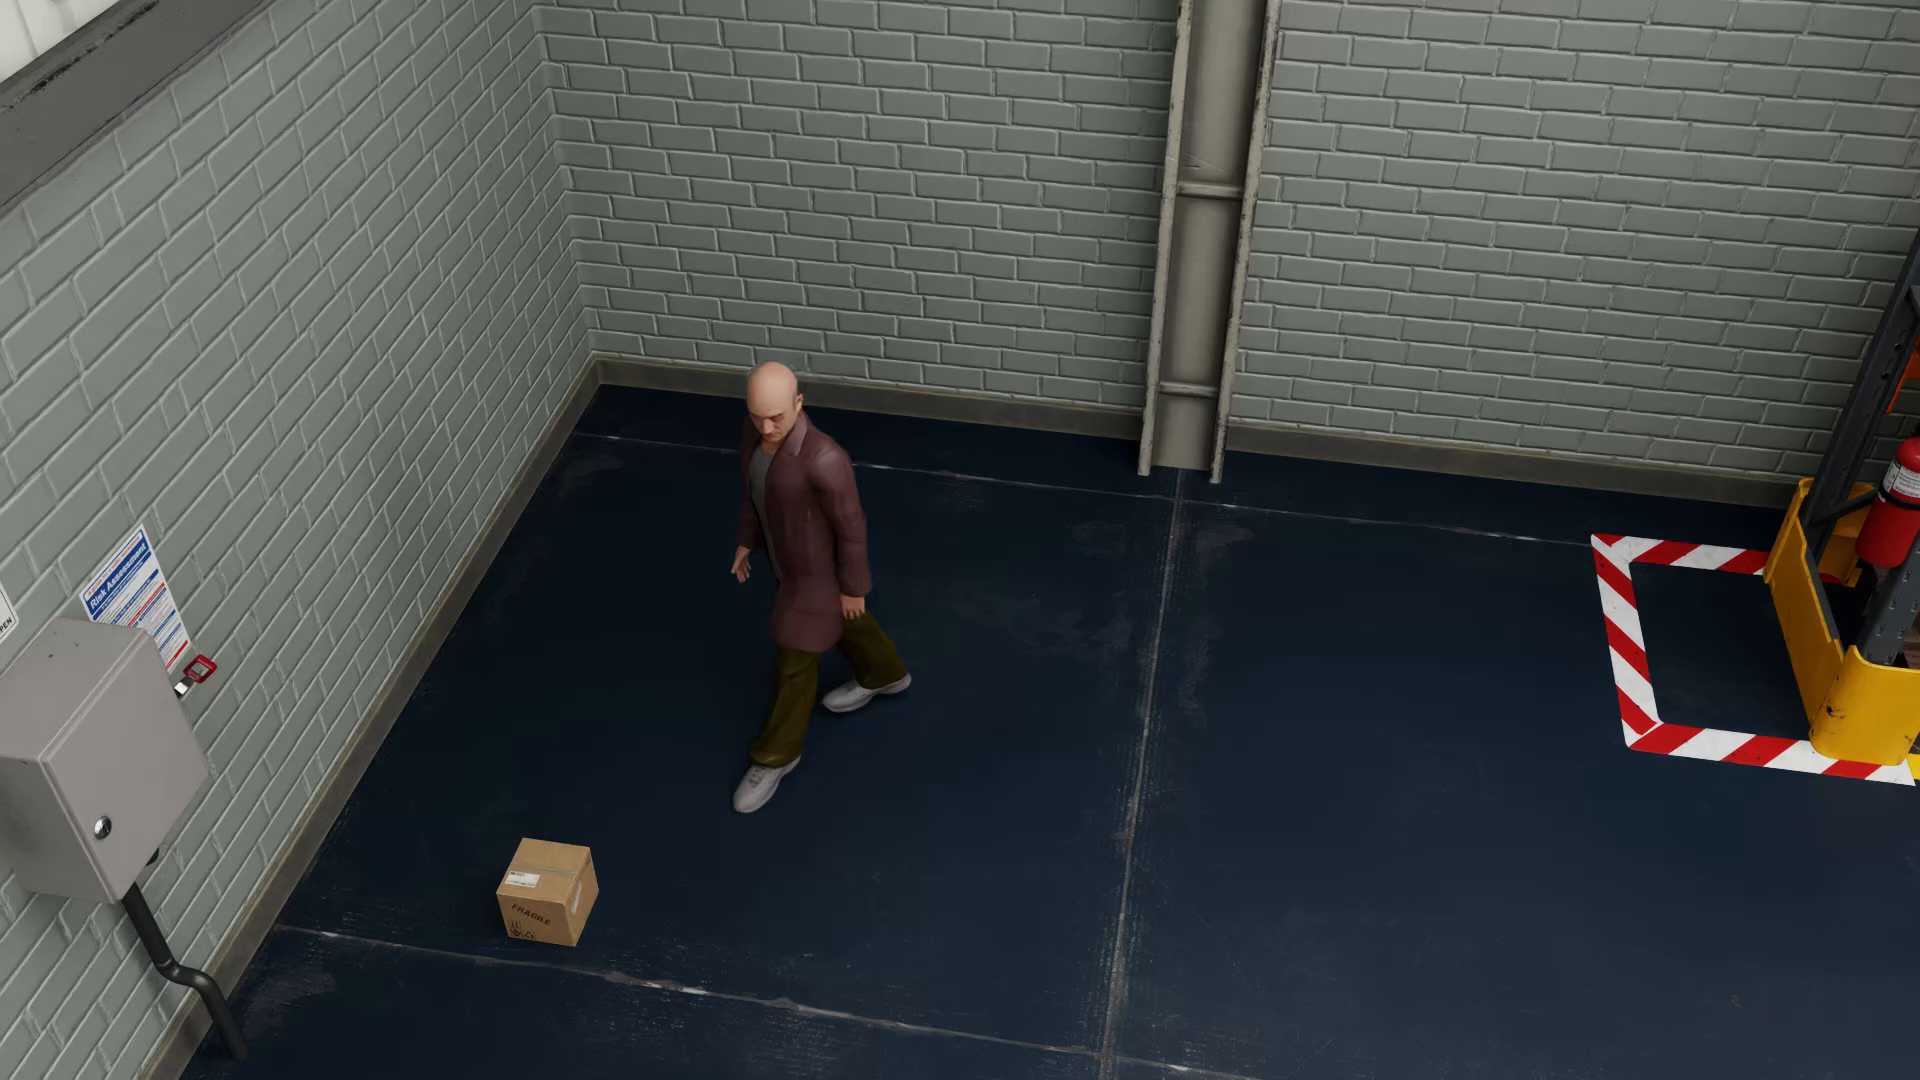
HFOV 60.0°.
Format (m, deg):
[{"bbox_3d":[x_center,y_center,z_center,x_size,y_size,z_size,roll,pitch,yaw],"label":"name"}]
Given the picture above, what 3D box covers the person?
[{"bbox_3d":[-0.603,0.102,6.024,0.958,1.744,0.598,-21,44,-23],"label":"person"}]
